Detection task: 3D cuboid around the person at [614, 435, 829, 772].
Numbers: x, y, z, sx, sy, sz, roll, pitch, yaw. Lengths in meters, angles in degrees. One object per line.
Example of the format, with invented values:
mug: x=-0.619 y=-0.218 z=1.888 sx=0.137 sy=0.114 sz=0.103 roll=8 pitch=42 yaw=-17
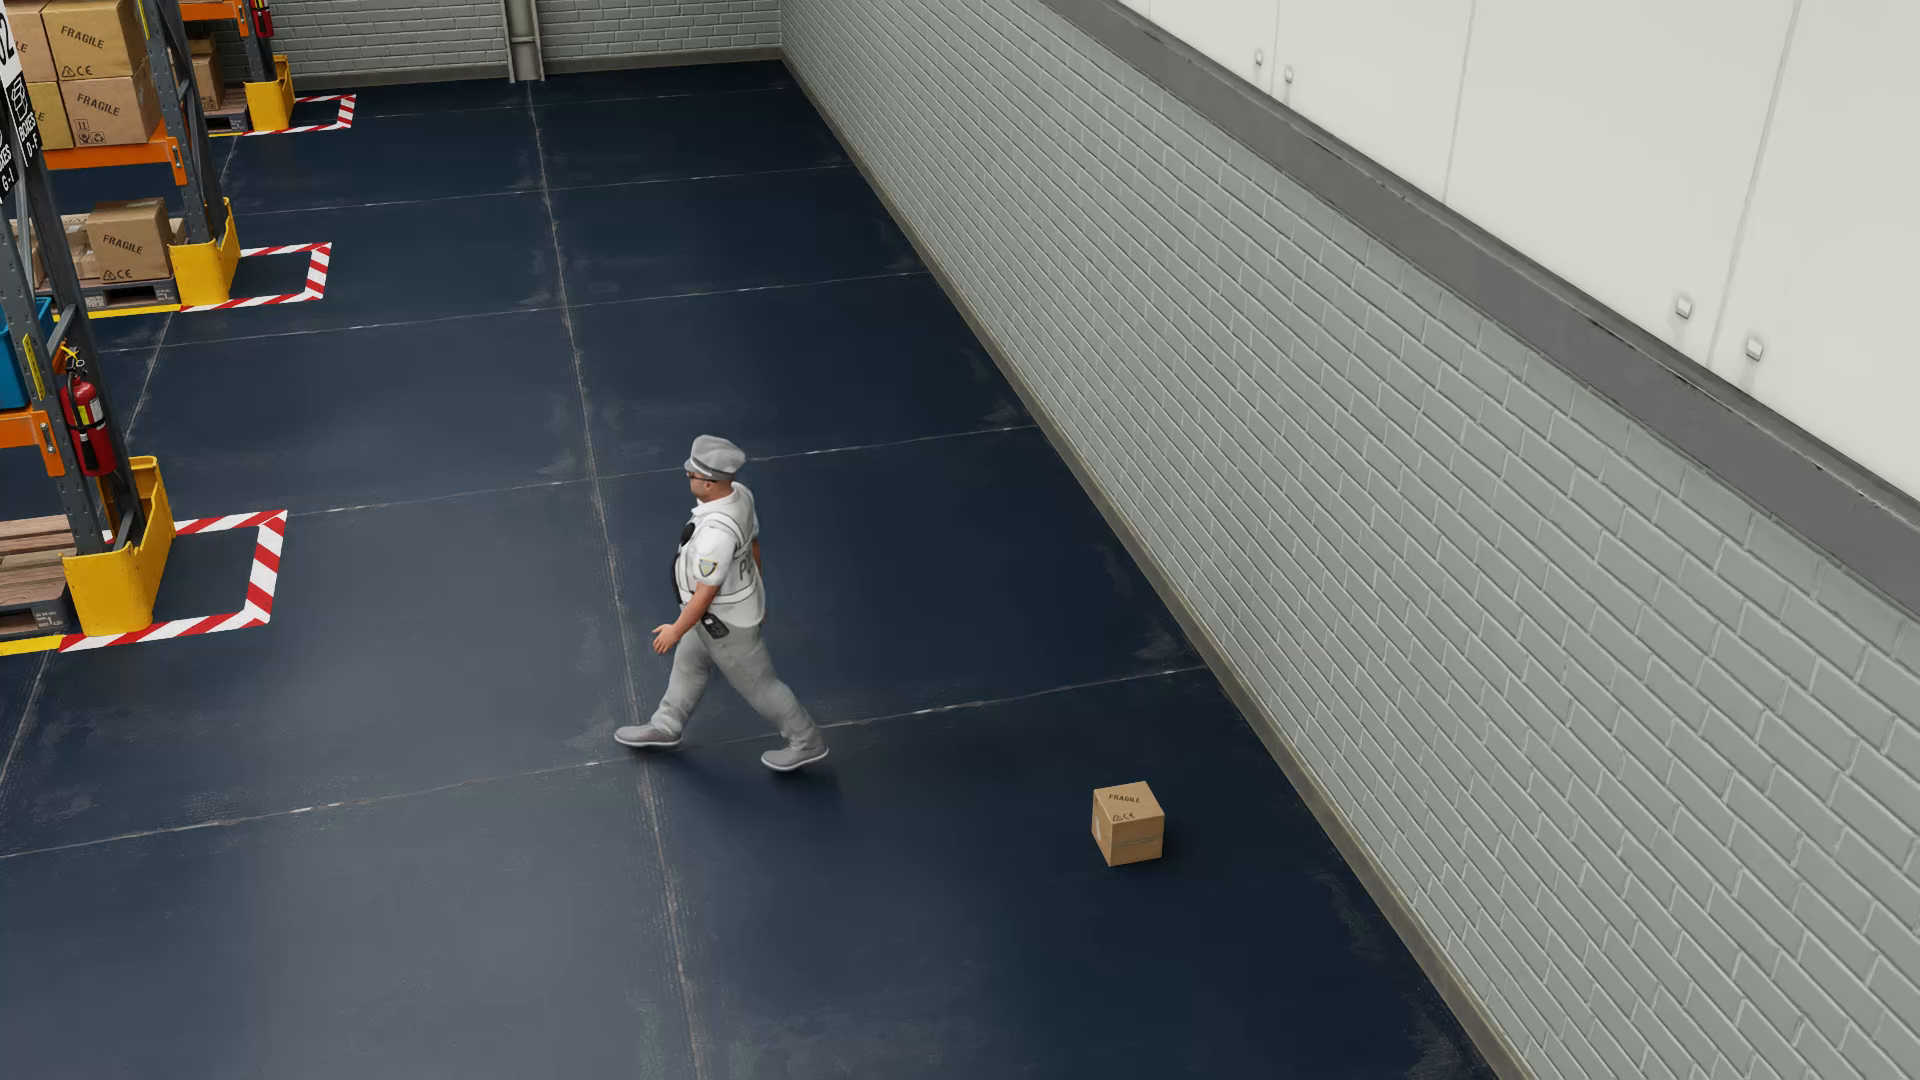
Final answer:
person: x=-1.162 y=0.309 z=7.649 sx=1.061 sy=1.706 sz=0.547 roll=-1 pitch=30 yaw=-1
